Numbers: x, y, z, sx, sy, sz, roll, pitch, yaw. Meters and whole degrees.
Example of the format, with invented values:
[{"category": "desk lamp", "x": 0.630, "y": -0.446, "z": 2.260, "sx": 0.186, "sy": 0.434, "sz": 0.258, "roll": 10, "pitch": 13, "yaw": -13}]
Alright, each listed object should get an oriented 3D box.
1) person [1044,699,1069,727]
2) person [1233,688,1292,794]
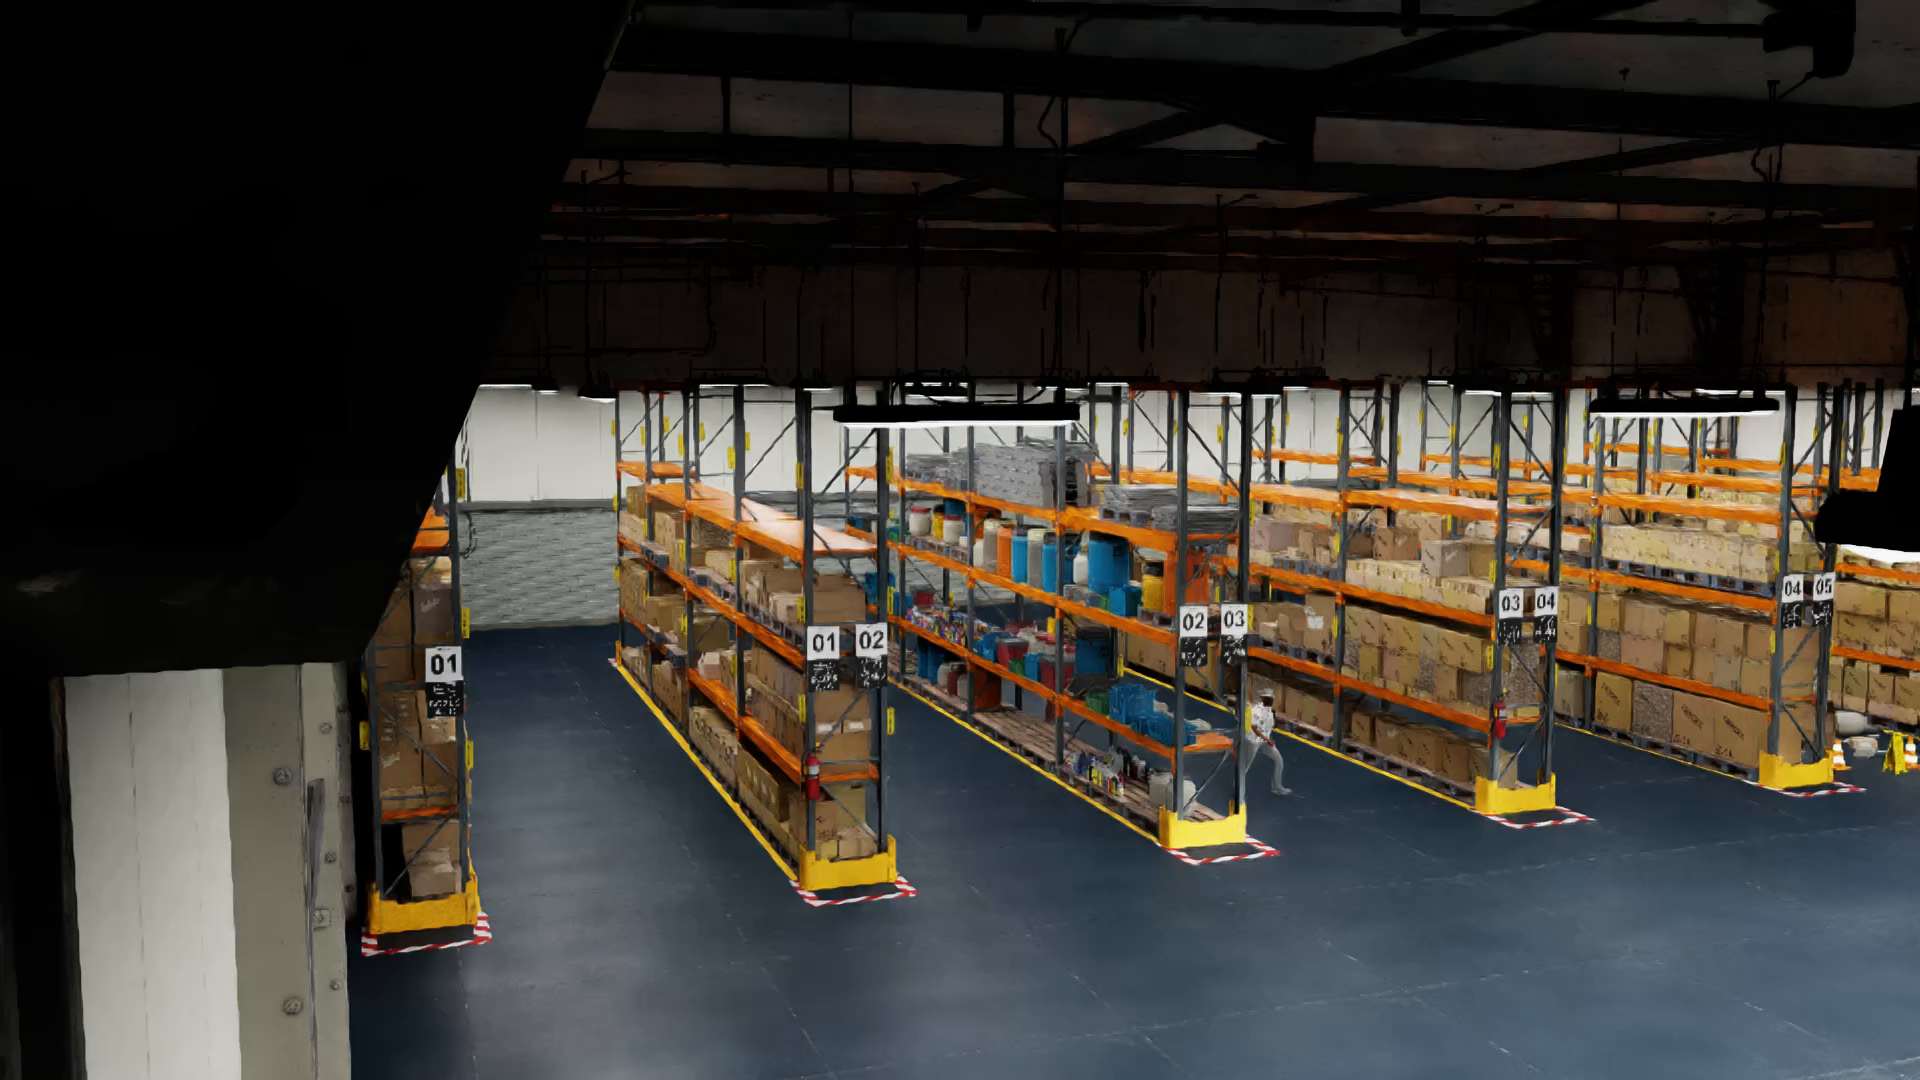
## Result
[{"category": "person", "x": 1.656, "y": 2.453, "z": 28.752, "sx": 0.414, "sy": 1.674, "sz": 0.618, "roll": 1, "pitch": 6, "yaw": 9}, {"category": "person", "x": 4.415, "y": 2.946, "z": 24.423, "sx": 0.616, "sy": 1.618, "sz": 0.761, "roll": -5, "pitch": 8, "yaw": -40}]
